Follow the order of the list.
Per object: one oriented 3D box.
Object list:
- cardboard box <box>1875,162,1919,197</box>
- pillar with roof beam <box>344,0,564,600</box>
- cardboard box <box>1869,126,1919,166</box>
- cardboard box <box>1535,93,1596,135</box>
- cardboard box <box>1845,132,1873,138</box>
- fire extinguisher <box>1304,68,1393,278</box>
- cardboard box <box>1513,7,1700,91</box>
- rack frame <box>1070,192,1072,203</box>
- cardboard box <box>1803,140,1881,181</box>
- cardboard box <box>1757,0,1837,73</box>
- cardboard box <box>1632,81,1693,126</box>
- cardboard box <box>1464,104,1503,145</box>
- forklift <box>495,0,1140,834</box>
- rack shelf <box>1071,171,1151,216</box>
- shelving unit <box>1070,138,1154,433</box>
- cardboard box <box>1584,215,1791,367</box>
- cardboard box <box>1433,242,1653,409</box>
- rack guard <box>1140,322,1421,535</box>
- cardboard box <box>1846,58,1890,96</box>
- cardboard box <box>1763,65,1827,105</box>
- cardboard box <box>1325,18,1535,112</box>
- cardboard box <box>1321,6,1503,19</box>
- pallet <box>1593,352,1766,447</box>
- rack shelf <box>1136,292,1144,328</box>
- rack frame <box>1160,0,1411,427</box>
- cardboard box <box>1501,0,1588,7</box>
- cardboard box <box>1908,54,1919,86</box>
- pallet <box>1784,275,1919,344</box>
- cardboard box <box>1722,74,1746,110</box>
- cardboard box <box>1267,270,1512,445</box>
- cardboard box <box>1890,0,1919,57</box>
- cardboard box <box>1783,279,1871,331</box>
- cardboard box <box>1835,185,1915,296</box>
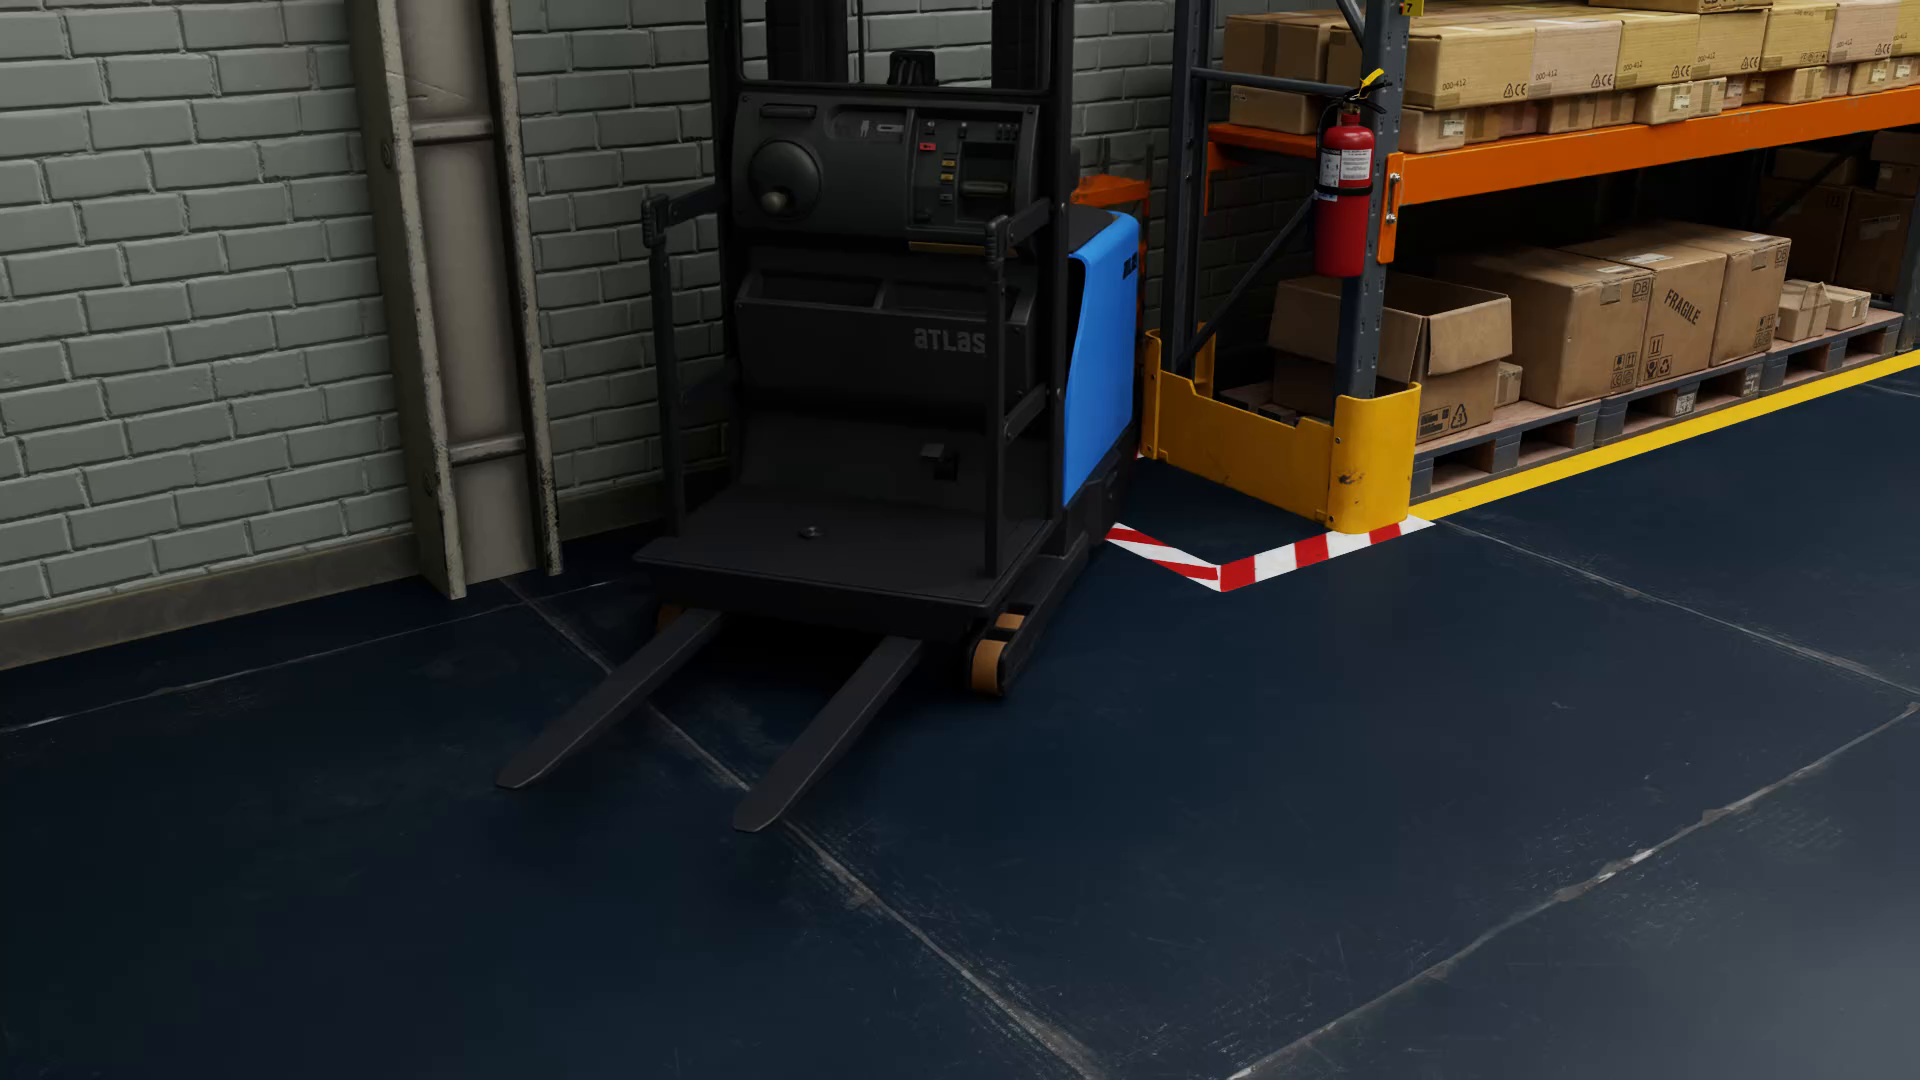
[{"bbox_3d":[4.822,-1.798,8.285,0.250,0.149,0.380,-14,25,-30],"label":"cardboard box"},{"bbox_3d":[0.928,-2.778,0.716,0.400,9.000,9.100,-15,26,-33],"label":"pillar with roof beam"},{"bbox_3d":[4.787,-1.954,8.276,0.250,0.149,0.380,-15,26,-34],"label":"cardboard box"},{"bbox_3d":[2.169,-1.644,6.307,0.250,0.149,0.380,-14,26,-31],"label":"cardboard box"},{"bbox_3d":[5.101,-2.144,9.152,0.250,0.149,0.380,-16,27,-35],"label":"cardboard box"},{"bbox_3d":[1.279,-1.219,5.512,0.183,0.674,0.296,-15,26,-33],"label":"fire extinguisher"},{"bbox_3d":[2.473,-1.905,6.423,0.500,0.250,0.500,-16,26,-34],"label":"cardboard box"},{"bbox_3d":[0.326,-0.912,6.545,0.240,1.200,0.015,21,29,40],"label":"rack frame"},{"bbox_3d":[4.716,-2.025,8.855,0.250,0.149,0.380,-15,26,-33],"label":"cardboard box"},{"bbox_3d":[3.294,-2.133,6.995,0.500,0.250,0.500,-15,26,-33],"label":"cardboard box"},{"bbox_3d":[2.630,-1.735,6.536,0.250,0.149,0.380,-16,27,-34],"label":"cardboard box"},{"bbox_3d":[1.735,-1.540,6.047,0.250,0.149,0.380,-14,26,-32],"label":"cardboard box"},{"bbox_3d":[-0.292,-1.079,4.646,1.130,2.935,3.031,7,23,17],"label":"forklift"},{"bbox_3d":[0.503,-1.340,6.562,0.258,0.148,0.480,21,29,40],"label":"rack shelf"},{"bbox_3d":[0.496,-0.975,6.709,0.258,1.200,0.503,21,29,40],"label":"shelving unit"},{"bbox_3d":[3.240,-1.135,7.500,0.500,0.500,0.700,-16,27,-35],"label":"cardboard box"},{"bbox_3d":[2.397,-0.910,6.937,0.500,0.500,0.700,-14,26,-31],"label":"cardboard box"},{"bbox_3d":[1.190,-0.455,6.361,0.348,0.500,1.175,-15,26,-33],"label":"rack guard"},{"bbox_3d":[3.869,-2.077,7.393,0.250,0.149,0.380,-14,26,-31],"label":"cardboard box"},{"bbox_3d":[3.449,-1.964,7.111,0.250,0.149,0.380,-15,26,-34],"label":"cardboard box"},{"bbox_3d":[1.654,-1.685,5.872,0.500,0.250,0.500,-15,26,-33],"label":"cardboard box"},{"bbox_3d":[1.766,-1.958,6.558,0.500,0.250,0.500,-15,26,-33],"label":"cardboard box"},{"bbox_3d":[2.826,-0.756,7.506,1.213,0.211,1.003,-15,26,-33],"label":"pallet"},{"bbox_3d":[0.495,-0.913,6.734,0.258,0.148,0.480,21,29,40],"label":"rack shelf"},{"bbox_3d":[1.129,-1.599,5.856,0.127,3.000,1.000,-15,26,-33],"label":"rack frame"},{"bbox_3d":[2.596,-2.177,7.106,0.500,0.250,0.500,-15,26,-33],"label":"cardboard box"},{"bbox_3d":[4.264,-2.203,7.709,0.250,0.149,0.380,-15,26,-32],"label":"cardboard box"},{"bbox_3d":[5.014,-1.357,9.013,1.213,0.211,1.003,-15,26,-33],"label":"pallet"},{"bbox_3d":[3.001,-1.875,6.886,0.250,0.149,0.380,-15,26,-33],"label":"cardboard box"},{"bbox_3d":[1.680,-0.739,6.502,0.637,0.503,0.797,-16,27,-35],"label":"cardboard box"},{"bbox_3d":[4.105,-2.350,7.539,0.500,0.250,0.500,-14,26,-32],"label":"cardboard box"},{"bbox_3d":[4.095,-1.127,7.953,0.250,0.149,0.380,-16,27,-34],"label":"cardboard box"},{"bbox_3d":[4.900,-1.536,8.504,0.500,0.500,0.500,-14,25,-31],"label":"cardboard box"}]
